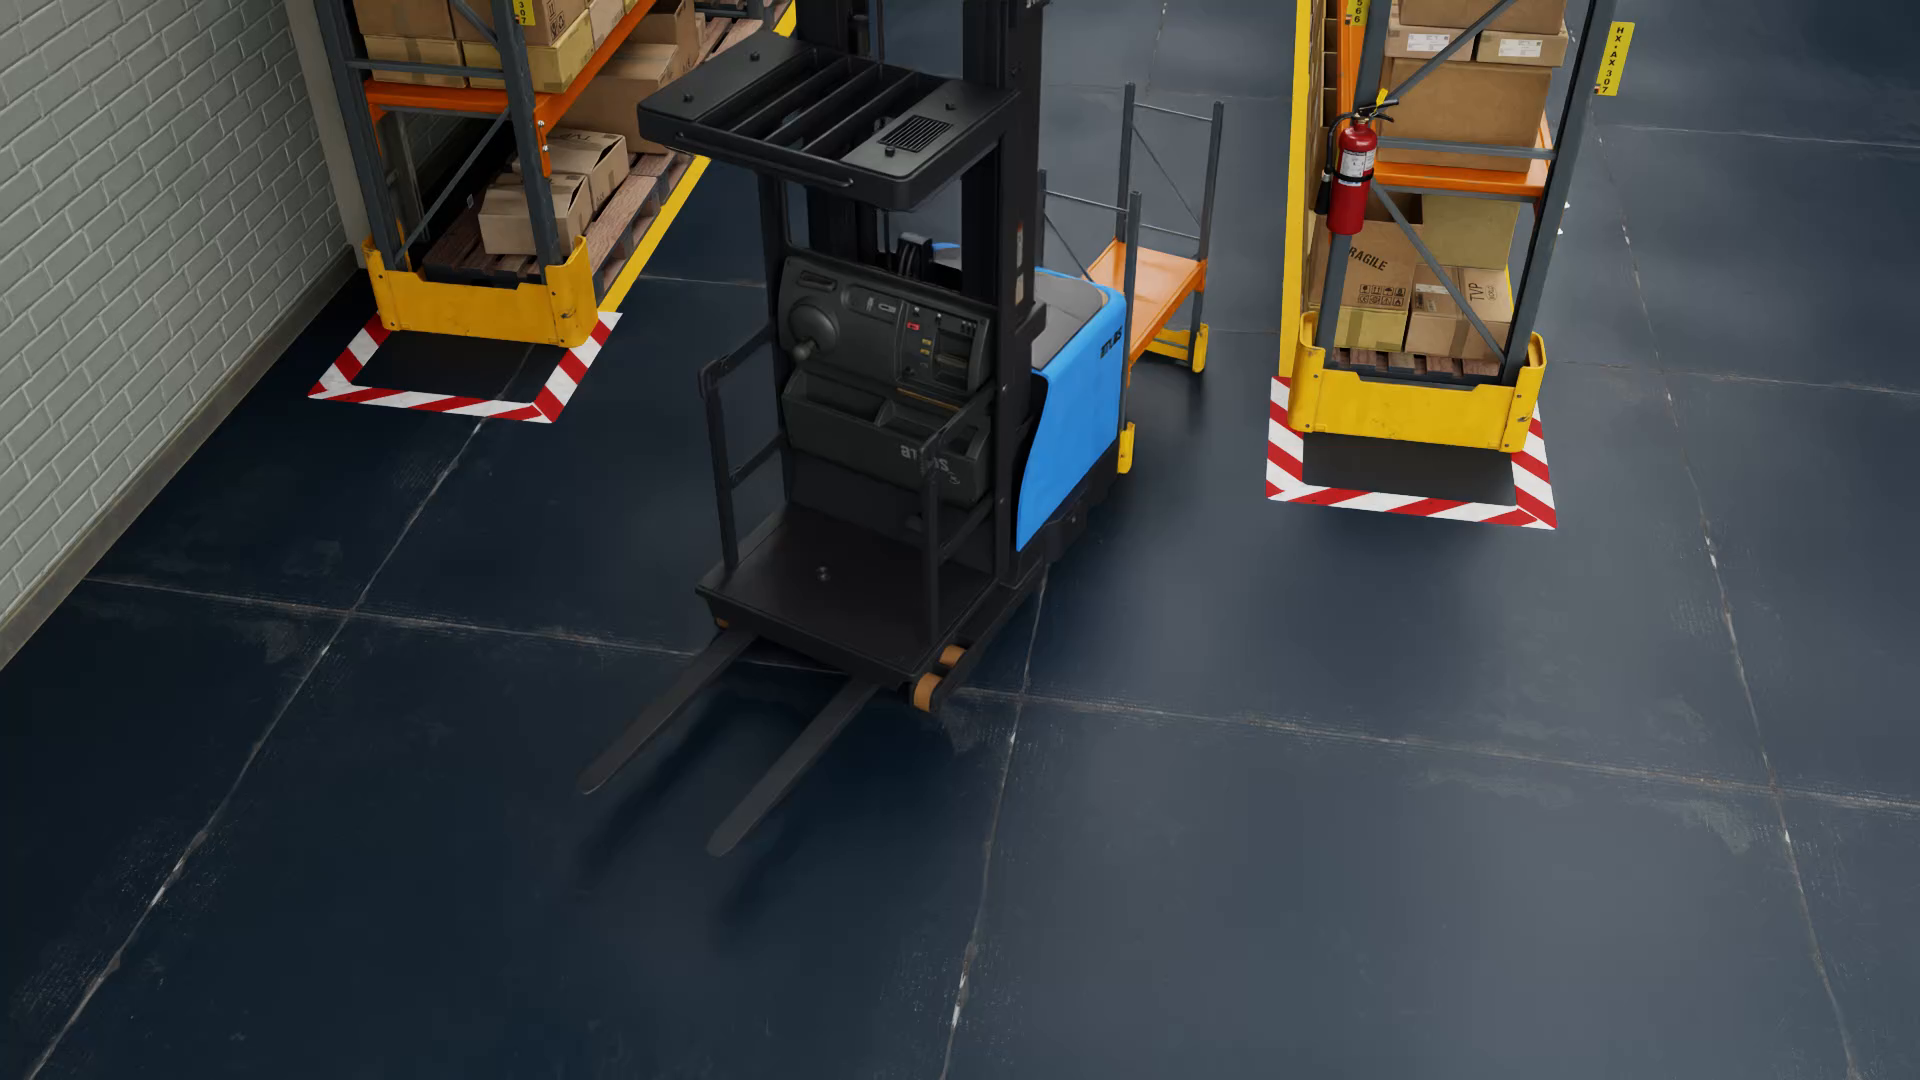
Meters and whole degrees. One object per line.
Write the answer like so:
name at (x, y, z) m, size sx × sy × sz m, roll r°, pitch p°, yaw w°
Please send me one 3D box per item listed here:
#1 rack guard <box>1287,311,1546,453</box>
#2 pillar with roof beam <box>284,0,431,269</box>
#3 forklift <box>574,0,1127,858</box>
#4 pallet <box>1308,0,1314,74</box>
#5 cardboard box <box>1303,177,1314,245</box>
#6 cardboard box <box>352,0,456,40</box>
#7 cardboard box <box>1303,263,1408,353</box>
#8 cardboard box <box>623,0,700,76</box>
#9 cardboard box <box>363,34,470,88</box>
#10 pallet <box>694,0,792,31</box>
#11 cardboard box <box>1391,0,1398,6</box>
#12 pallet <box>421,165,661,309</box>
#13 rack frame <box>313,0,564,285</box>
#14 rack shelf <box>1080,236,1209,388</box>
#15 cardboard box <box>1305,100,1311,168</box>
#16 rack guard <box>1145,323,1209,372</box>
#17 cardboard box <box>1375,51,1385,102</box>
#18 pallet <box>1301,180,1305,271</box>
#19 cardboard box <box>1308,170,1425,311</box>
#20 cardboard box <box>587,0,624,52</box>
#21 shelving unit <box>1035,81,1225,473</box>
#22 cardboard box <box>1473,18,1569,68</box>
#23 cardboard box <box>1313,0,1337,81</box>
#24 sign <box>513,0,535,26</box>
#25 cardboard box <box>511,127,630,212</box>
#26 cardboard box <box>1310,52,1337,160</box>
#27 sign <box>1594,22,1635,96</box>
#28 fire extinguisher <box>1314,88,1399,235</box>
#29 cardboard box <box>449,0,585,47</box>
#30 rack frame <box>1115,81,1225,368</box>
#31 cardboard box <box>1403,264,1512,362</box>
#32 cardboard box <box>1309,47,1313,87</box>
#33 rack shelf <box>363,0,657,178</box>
rack guard at (2.263, -0.793, 8.317) m, size 1.175 × 0.500 × 0.348 m, roll 6°, pitch 40°, yaw 8°
pillar with roof beam at (0.897, -4.687, 6.357) m, size 9.100 × 9.000 × 0.400 m, roll 6°, pitch 40°, yaw 8°
forklift at (-0.412, -0.750, 6.357) m, size 1.130 × 2.935 × 3.031 m, roll 20°, pitch 44°, yaw 23°
pallet at (3.048, -3.674, 12.028) m, size 1.003 × 0.211 × 1.213 m, roll 6°, pitch 40°, yaw 8°
cardboard box at (2.228, -1.872, 9.488) m, size 0.500 × 0.250 × 0.500 m, roll 6°, pitch 40°, yaw 8°
cardboard box at (-2.740, -2.873, 8.385) m, size 0.500 × 0.500 × 0.500 m, roll 6°, pitch 40°, yaw 7°
cardboard box at (2.069, -1.243, 8.727) m, size 0.500 × 0.250 × 0.500 m, roll 6°, pitch 40°, yaw 8°
cardboard box at (-2.061, -3.376, 11.096) m, size 0.500 × 0.500 × 0.500 m, roll 4°, pitch 40°, yaw 4°
cardboard box at (-2.723, -2.580, 8.618) m, size 0.500 × 0.250 × 0.500 m, roll 7°, pitch 40°, yaw 8°
pallet at (-1.787, -4.240, 12.712) m, size 1.003 × 0.211 × 1.213 m, roll 6°, pitch 40°, yaw 8°
cardboard box at (2.189, -2.485, 7.814) m, size 0.380 × 0.149 × 0.250 m, roll 7°, pitch 40°, yaw 9°
pallet at (-2.424, -1.794, 9.754) m, size 1.003 × 0.211 × 1.213 m, roll 6°, pitch 40°, yaw 8°
rack frame at (-2.613, -2.315, 8.196) m, size 1.000 × 3.000 × 0.127 m, roll 6°, pitch 40°, yaw 8°
rack shelf at (0.797, -1.148, 8.243) m, size 0.538 × 0.185 × 1.000 m, roll 18°, pitch 43°, yaw 21°
cardboard box at (2.397, -2.500, 10.248) m, size 0.500 × 0.250 × 0.500 m, roll 6°, pitch 40°, yaw 8°
rack guard at (1.031, -1.091, 8.874) m, size 0.587 × 0.250 × 0.087 m, roll 18°, pitch 43°, yaw 21°
cardboard box at (2.446, -2.432, 8.259) m, size 0.700 × 0.500 × 0.500 m, roll 7°, pitch 40°, yaw 9°
pallet at (2.571, -1.945, 9.936) m, size 1.003 × 0.211 × 1.213 m, roll 6°, pitch 40°, yaw 8°
cardboard box at (2.067, -1.532, 8.489) m, size 0.500 × 0.500 × 0.500 m, roll 6°, pitch 40°, yaw 8°
cardboard box at (-2.140, -2.864, 8.962) m, size 0.500 × 0.250 × 0.500 m, roll 5°, pitch 40°, yaw 6°
shelving unit at (0.801, -1.291, 8.135) m, size 0.587 × 1.500 × 1.083 m, roll 18°, pitch 43°, yaw 21°
cardboard box at (2.547, -2.282, 7.569) m, size 0.380 × 0.149 × 0.250 m, roll 6°, pitch 40°, yaw 7°
cardboard box at (2.492, -3.102, 10.387) m, size 0.500 × 0.500 × 0.500 m, roll 6°, pitch 40°, yaw 8°
sign at (-2.078, -2.589, 7.848) m, size 0.100 × 0.325 × 0.005 m, roll 6°, pitch 40°, yaw 8°
cardboard box at (-2.306, -2.231, 9.859) m, size 0.500 × 0.311 × 0.500 m, roll 10°, pitch 41°, yaw 11°
cardboard box at (2.313, -2.475, 9.629) m, size 0.500 × 0.500 × 0.500 m, roll 6°, pitch 40°, yaw 8°
sign at (2.813, -2.071, 7.159) m, size 0.100 × 0.325 × 0.005 m, roll 6°, pitch 40°, yaw 8°
fire extinguisher at (1.789, -1.719, 7.535) m, size 0.296 × 0.674 × 0.183 m, roll 6°, pitch 40°, yaw 8°
cardboard box at (-2.234, -2.821, 8.321) m, size 0.500 × 0.500 × 0.500 m, roll 6°, pitch 40°, yaw 8°
rack frame at (1.032, -1.574, 8.476) m, size 0.500 × 1.500 × 0.032 m, roll 18°, pitch 43°, yaw 21°
cardboard box at (2.579, -1.186, 8.658) m, size 0.500 × 0.250 × 0.500 m, roll 6°, pitch 40°, yaw 8°
cardboard box at (2.580, -3.126, 11.006) m, size 0.500 × 0.250 × 0.500 m, roll 6°, pitch 40°, yaw 8°
rack shelf at (-2.267, -3.293, 9.944) m, size 1.077 × 0.370 × 4.000 m, roll 6°, pitch 40°, yaw 8°
